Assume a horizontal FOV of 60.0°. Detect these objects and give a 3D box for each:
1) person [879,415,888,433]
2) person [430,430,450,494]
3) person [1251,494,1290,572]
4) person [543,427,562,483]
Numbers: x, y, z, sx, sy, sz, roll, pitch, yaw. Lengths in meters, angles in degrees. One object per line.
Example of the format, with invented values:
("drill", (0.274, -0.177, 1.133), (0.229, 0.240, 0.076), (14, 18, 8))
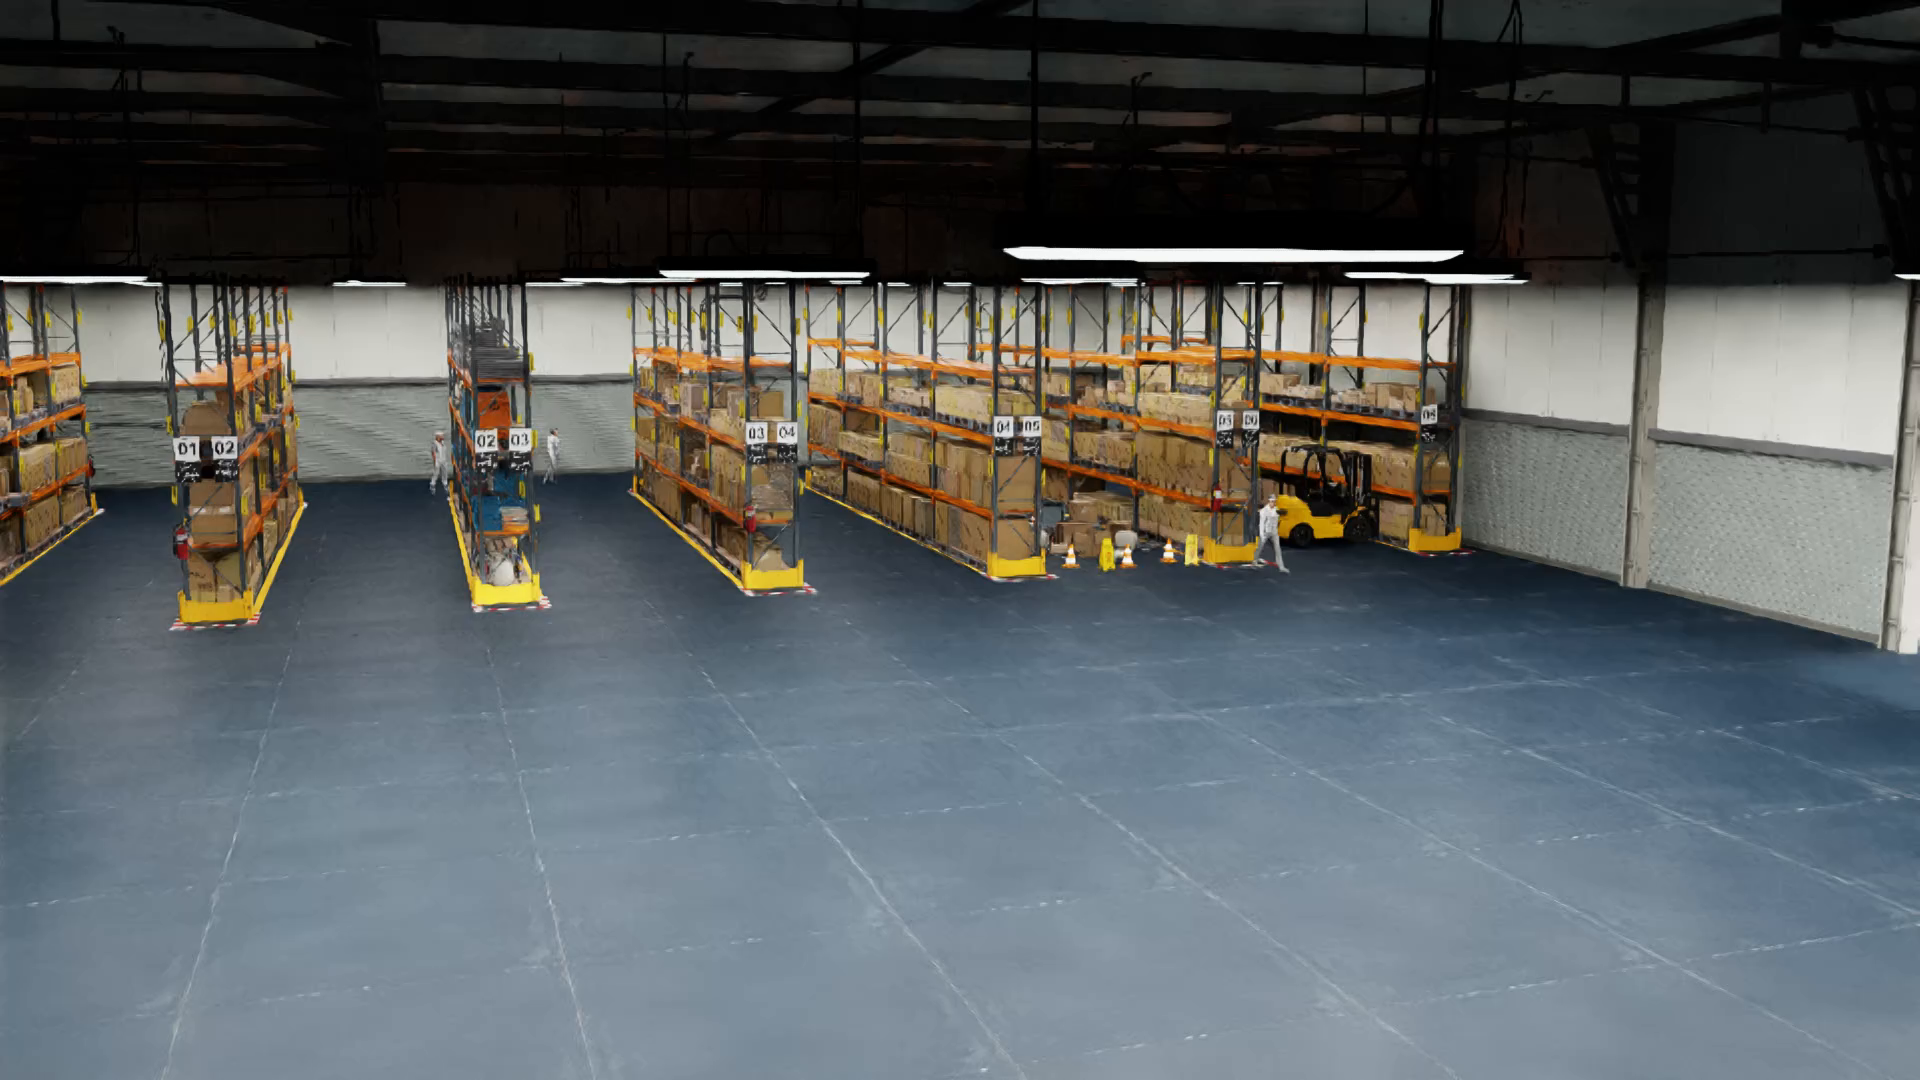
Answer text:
("person", (-2.525, -3.182, 53.132), (0.603, 1.728, 0.627), (6, 11, 35))
("person", (-14.553, -2.195, 46.578), (0.529, 1.784, 0.702), (2, 9, 15))
("person", (6.284, -0.168, 33.759), (0.498, 1.585, 1.075), (-3, 9, -21))
("person", (-12.057, -2.510, 49.105), (0.454, 1.659, 0.641), (2, 9, 14))
